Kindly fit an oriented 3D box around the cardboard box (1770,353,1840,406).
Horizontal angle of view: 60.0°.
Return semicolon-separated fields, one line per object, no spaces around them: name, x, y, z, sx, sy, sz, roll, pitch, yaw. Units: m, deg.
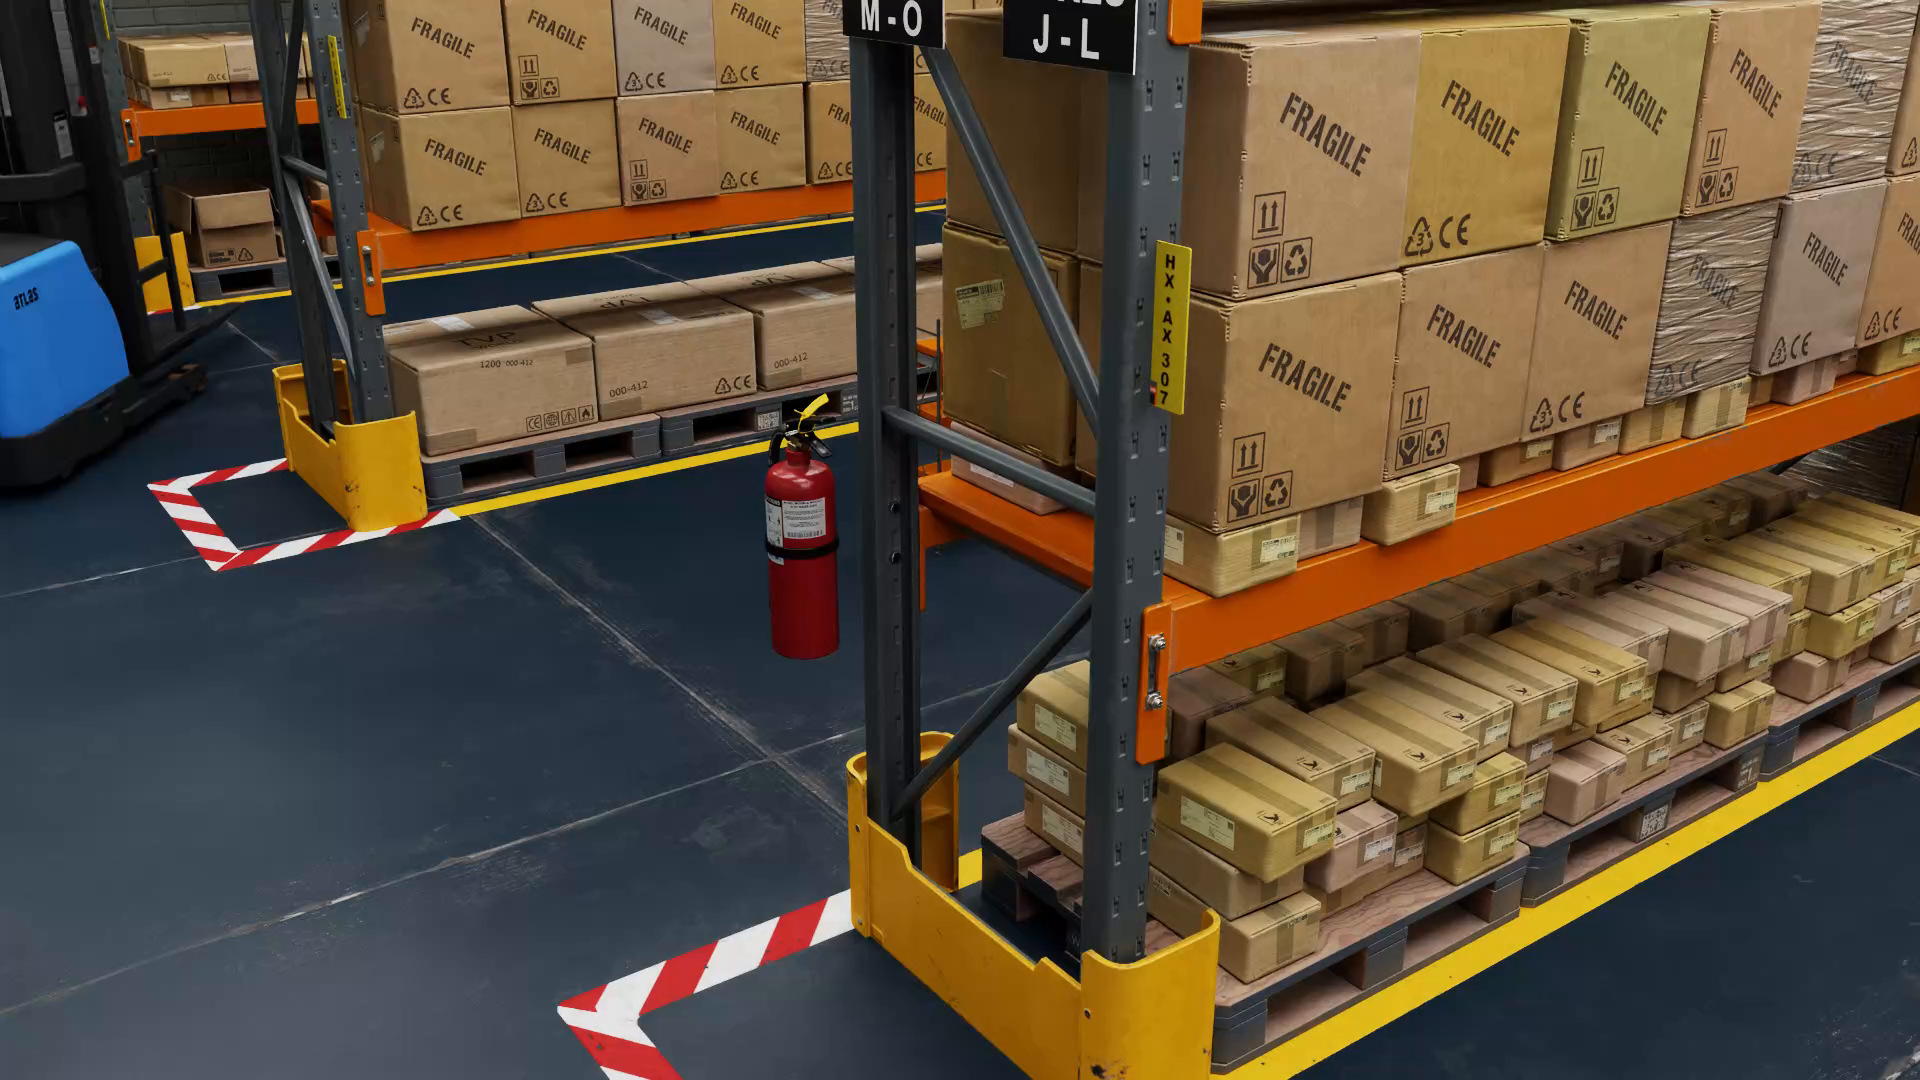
cardboard box;2.413;-0.541;5.045;0.250;0.149;0.380;-16;27;-35

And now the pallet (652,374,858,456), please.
pallet;-1.295;-0.800;9.118;1.213;0.211;1.003;-15;26;-33

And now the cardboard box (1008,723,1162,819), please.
cardboard box;0.347;0.622;4.670;0.250;0.149;0.380;-16;27;-34

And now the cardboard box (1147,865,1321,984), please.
cardboard box;0.698;0.943;4.266;0.250;0.149;0.380;-14;26;-32

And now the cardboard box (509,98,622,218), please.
cardboard box;-1.936;-1.818;7.771;0.500;0.500;0.500;-15;26;-34

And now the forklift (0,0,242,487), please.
forklift;-4.877;-2.104;8.715;1.130;2.935;3.031;0;22;-1

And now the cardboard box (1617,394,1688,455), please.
cardboard box;1.776;-0.377;4.633;0.250;0.149;0.380;-14;26;-31

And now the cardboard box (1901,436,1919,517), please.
cardboard box;4.087;-0.149;6.529;0.500;0.500;0.500;-14;26;-31

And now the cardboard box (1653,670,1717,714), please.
cardboard box;2.157;0.383;5.268;0.250;0.149;0.380;-16;27;-35

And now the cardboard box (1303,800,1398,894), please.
cardboard box;0.916;0.743;4.365;0.250;0.149;0.380;-15;26;-33

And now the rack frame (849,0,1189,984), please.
rack frame;0.085;-0.169;3.773;0.127;3.000;1.000;-15;26;-33

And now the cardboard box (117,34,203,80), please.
cardboard box;-5.571;-3.377;11.613;0.500;0.250;0.500;-14;26;-31

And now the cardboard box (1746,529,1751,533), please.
cardboard box;2.851;-0.062;6.383;0.250;0.149;0.380;-14;25;-30

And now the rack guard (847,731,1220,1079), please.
rack guard;0.147;0.975;4.277;0.348;0.500;1.175;-15;26;-33

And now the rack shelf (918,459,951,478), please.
rack shelf;-0.043;-0.208;7.280;0.240;0.259;0.215;-15;26;-33

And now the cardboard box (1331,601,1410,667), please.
cardboard box;1.173;0.250;5.201;0.250;0.149;0.380;-14;26;-31

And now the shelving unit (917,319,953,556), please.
shelving unit;-0.043;-0.476;7.173;0.252;1.050;0.215;-15;26;-33

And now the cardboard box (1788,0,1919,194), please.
cardboard box;2.269;-1.281;4.673;0.500;0.500;0.500;-14;26;-31

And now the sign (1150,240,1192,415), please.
sign;0.403;-0.408;3.203;0.005;0.325;0.100;-15;26;-33

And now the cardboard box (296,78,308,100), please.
cardboard box;-4.749;-3.173;11.641;0.250;0.149;0.380;-14;26;-31

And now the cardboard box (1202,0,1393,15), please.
cardboard box;0.723;-1.102;4.225;0.500;0.500;0.500;-16;27;-35

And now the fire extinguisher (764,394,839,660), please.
fire extinguisher;-0.389;-0.044;4.068;0.183;0.674;0.296;-15;26;-33

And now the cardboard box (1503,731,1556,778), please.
cardboard box;1.495;0.555;4.837;0.250;0.149;0.380;-16;27;-35

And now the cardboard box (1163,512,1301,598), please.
cardboard box;0.540;-0.024;3.748;0.250;0.149;0.380;-15;26;-33

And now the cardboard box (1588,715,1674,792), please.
cardboard box;1.946;0.604;5.115;0.250;0.149;0.380;-15;26;-33

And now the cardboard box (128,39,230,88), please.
cardboard box;-5.264;-3.215;11.206;0.500;0.250;0.500;-15;26;-33

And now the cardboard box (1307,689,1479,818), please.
cardboard box;1.142;0.561;4.422;0.250;0.149;0.380;-15;26;-33

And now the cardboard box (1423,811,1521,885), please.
cardboard box;1.332;0.783;4.666;0.250;0.149;0.380;-15;26;-32

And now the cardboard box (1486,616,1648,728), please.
cardboard box;1.766;0.382;4.870;0.250;0.149;0.380;-14;26;-32

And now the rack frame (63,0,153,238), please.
rack frame;-5.789;-3.129;11.190;0.127;3.000;1.000;-15;26;-33

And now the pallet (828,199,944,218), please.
pallet;-0.913;-3.153;15.012;1.213;0.211;1.003;-15;26;-33

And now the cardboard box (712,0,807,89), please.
cardboard box;-1.098;-2.501;8.134;0.500;0.500;0.500;-15;26;-33

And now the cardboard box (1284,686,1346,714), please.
cardboard box;1.046;0.481;5.021;0.250;0.149;0.380;-15;26;-33

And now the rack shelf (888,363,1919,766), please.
rack shelf;1.709;-0.268;4.991;4.000;0.370;1.077;-15;26;-33

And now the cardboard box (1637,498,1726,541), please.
cardboard box;2.497;-0.059;5.973;0.250;0.149;0.380;-15;26;-34

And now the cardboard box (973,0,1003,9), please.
cardboard box;0.138;-2.828;8.952;0.500;0.500;0.500;-15;26;-33

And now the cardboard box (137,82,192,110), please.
cardboard box;-5.362;-3.001;11.208;0.250;0.149;0.380;-15;26;-33

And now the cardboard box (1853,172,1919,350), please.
cardboard box;2.683;-0.918;5.113;0.500;0.500;0.500;-16;27;-34

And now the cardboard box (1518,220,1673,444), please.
cardboard box;1.436;-0.594;4.300;0.500;0.500;0.500;-15;26;-32

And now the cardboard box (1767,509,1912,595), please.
cardboard box;3.011;0.040;5.725;0.250;0.149;0.380;-15;26;-32

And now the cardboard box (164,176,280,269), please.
cardboard box;-5.238;-2.268;11.835;0.637;0.503;0.797;-16;27;-35

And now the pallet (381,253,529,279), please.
pallet;-4.092;-2.286;12.839;1.213;0.211;1.003;-15;26;-33

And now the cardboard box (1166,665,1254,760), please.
cardboard box;0.605;0.456;4.684;0.250;0.149;0.380;-14;26;-32

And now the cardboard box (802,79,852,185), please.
cardboard box;-0.682;-2.145;8.590;0.500;0.500;0.500;-15;26;-34

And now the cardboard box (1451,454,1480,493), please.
cardboard box;1.102;-0.231;4.267;0.250;0.149;0.380;-14;25;-30

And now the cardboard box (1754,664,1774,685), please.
cardboard box;2.492;0.410;5.602;0.250;0.149;0.380;-16;27;-34

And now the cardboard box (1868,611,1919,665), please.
cardboard box;3.213;0.282;5.924;0.250;0.149;0.380;-15;26;-32

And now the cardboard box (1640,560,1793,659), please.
cardboard box;2.391;0.216;5.286;0.250;0.149;0.380;-16;27;-35

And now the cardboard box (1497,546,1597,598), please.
cardboard box;1.871;0.119;5.528;0.250;0.149;0.380;-16;27;-35

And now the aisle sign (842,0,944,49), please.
aisle sign;-0.149;-1.451;3.478;0.004;0.787;0.394;-15;26;-33

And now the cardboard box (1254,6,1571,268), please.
cardboard box;1.011;-0.947;3.836;0.500;0.500;0.500;-14;26;-31

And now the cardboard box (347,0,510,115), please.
cardboard box;-2.331;-2.165;7.292;0.500;0.500;0.500;-16;27;-34

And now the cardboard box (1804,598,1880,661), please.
cardboard box;2.843;0.245;5.613;0.250;0.149;0.380;-16;27;-35

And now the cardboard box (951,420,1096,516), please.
cardboard box;0.185;-0.208;4.209;0.250;0.149;0.380;-15;26;-33

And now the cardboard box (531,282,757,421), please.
cardboard box;-1.672;-1.015;8.783;0.875;0.438;0.875;-14;26;-31

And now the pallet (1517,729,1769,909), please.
pallet;1.817;0.682;5.403;1.213;0.211;1.003;-15;26;-33

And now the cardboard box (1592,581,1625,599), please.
cardboard box;2.064;0.194;5.743;0.250;0.149;0.380;-14;25;-30
